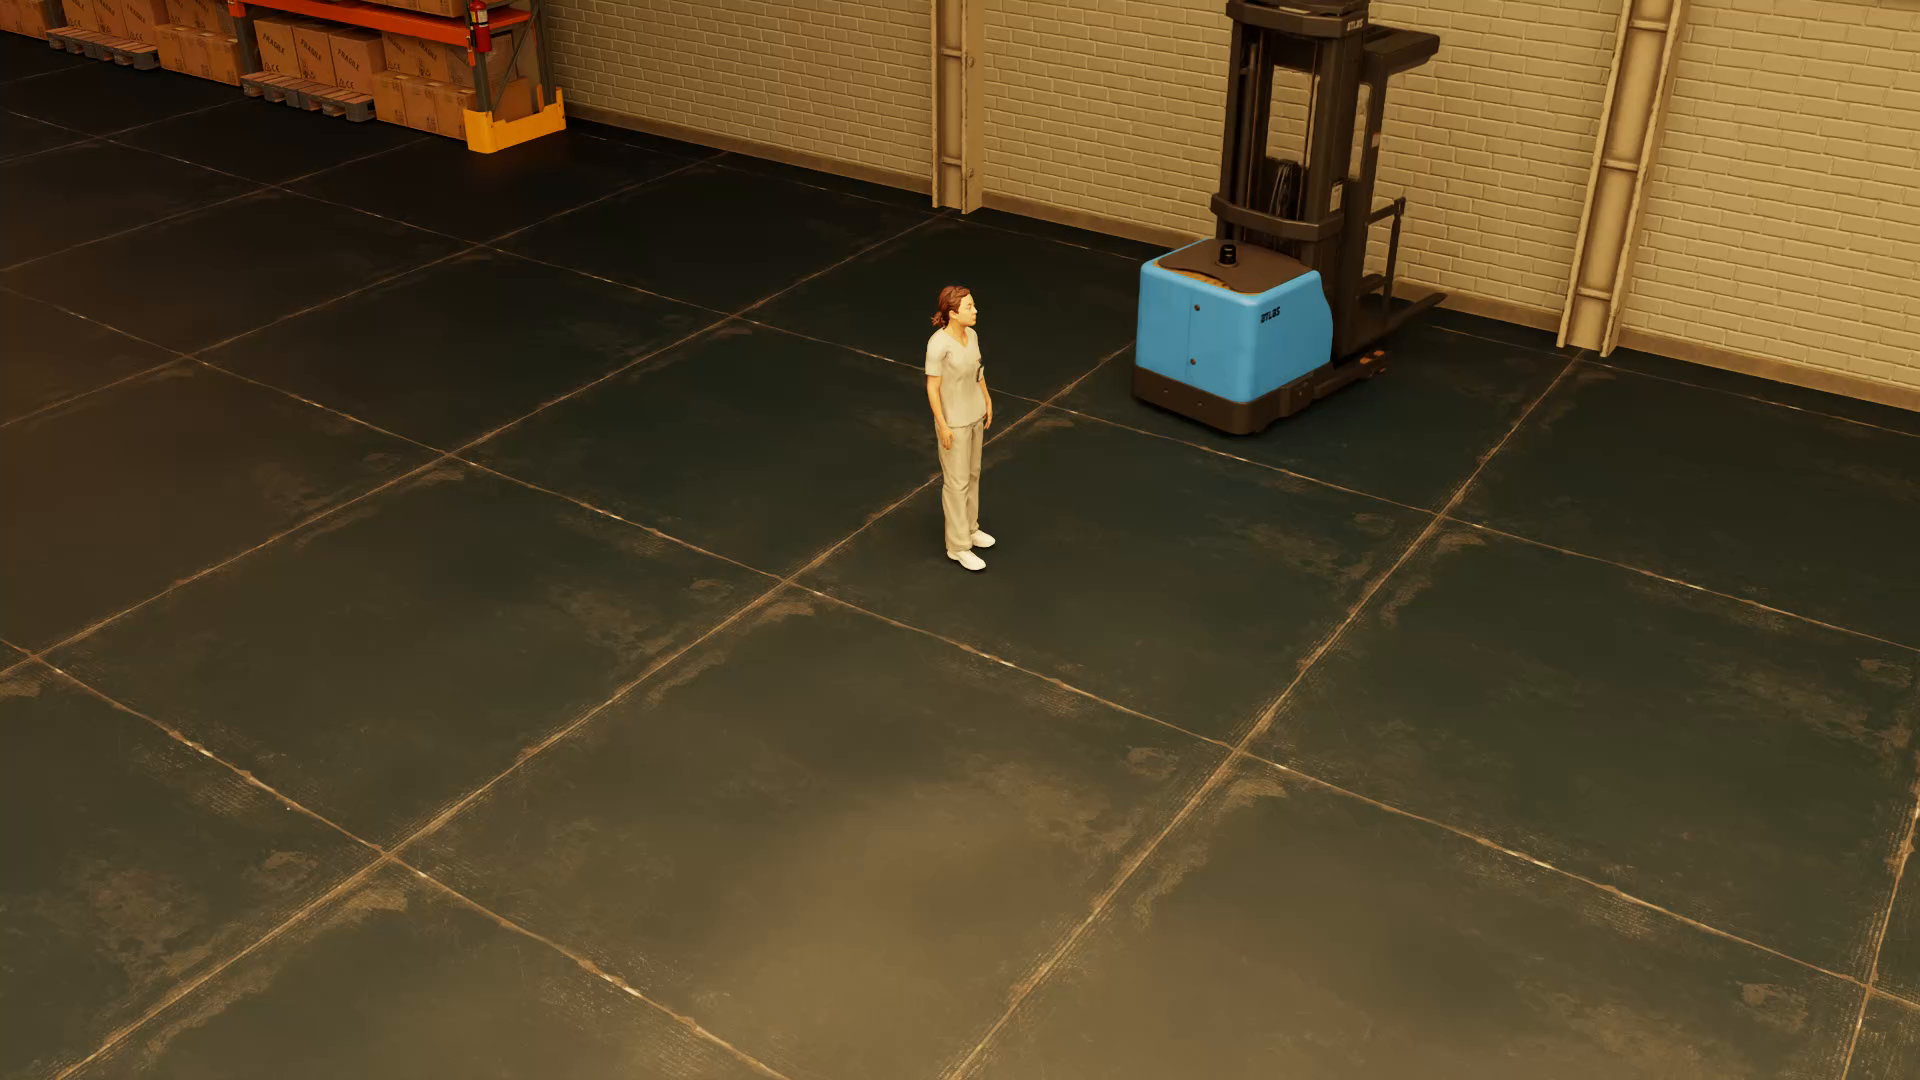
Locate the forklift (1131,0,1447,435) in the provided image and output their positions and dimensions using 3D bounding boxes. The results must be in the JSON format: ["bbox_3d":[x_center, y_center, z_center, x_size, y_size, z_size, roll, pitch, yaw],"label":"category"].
[{"bbox_3d":[2.653,-2.644,12.134,1.130,2.935,3.031,26,39,37],"label":"forklift"}]

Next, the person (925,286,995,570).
[{"bbox_3d":[0.053,-0.698,10.034,0.549,1.659,0.549,19,35,29],"label":"person"}]
